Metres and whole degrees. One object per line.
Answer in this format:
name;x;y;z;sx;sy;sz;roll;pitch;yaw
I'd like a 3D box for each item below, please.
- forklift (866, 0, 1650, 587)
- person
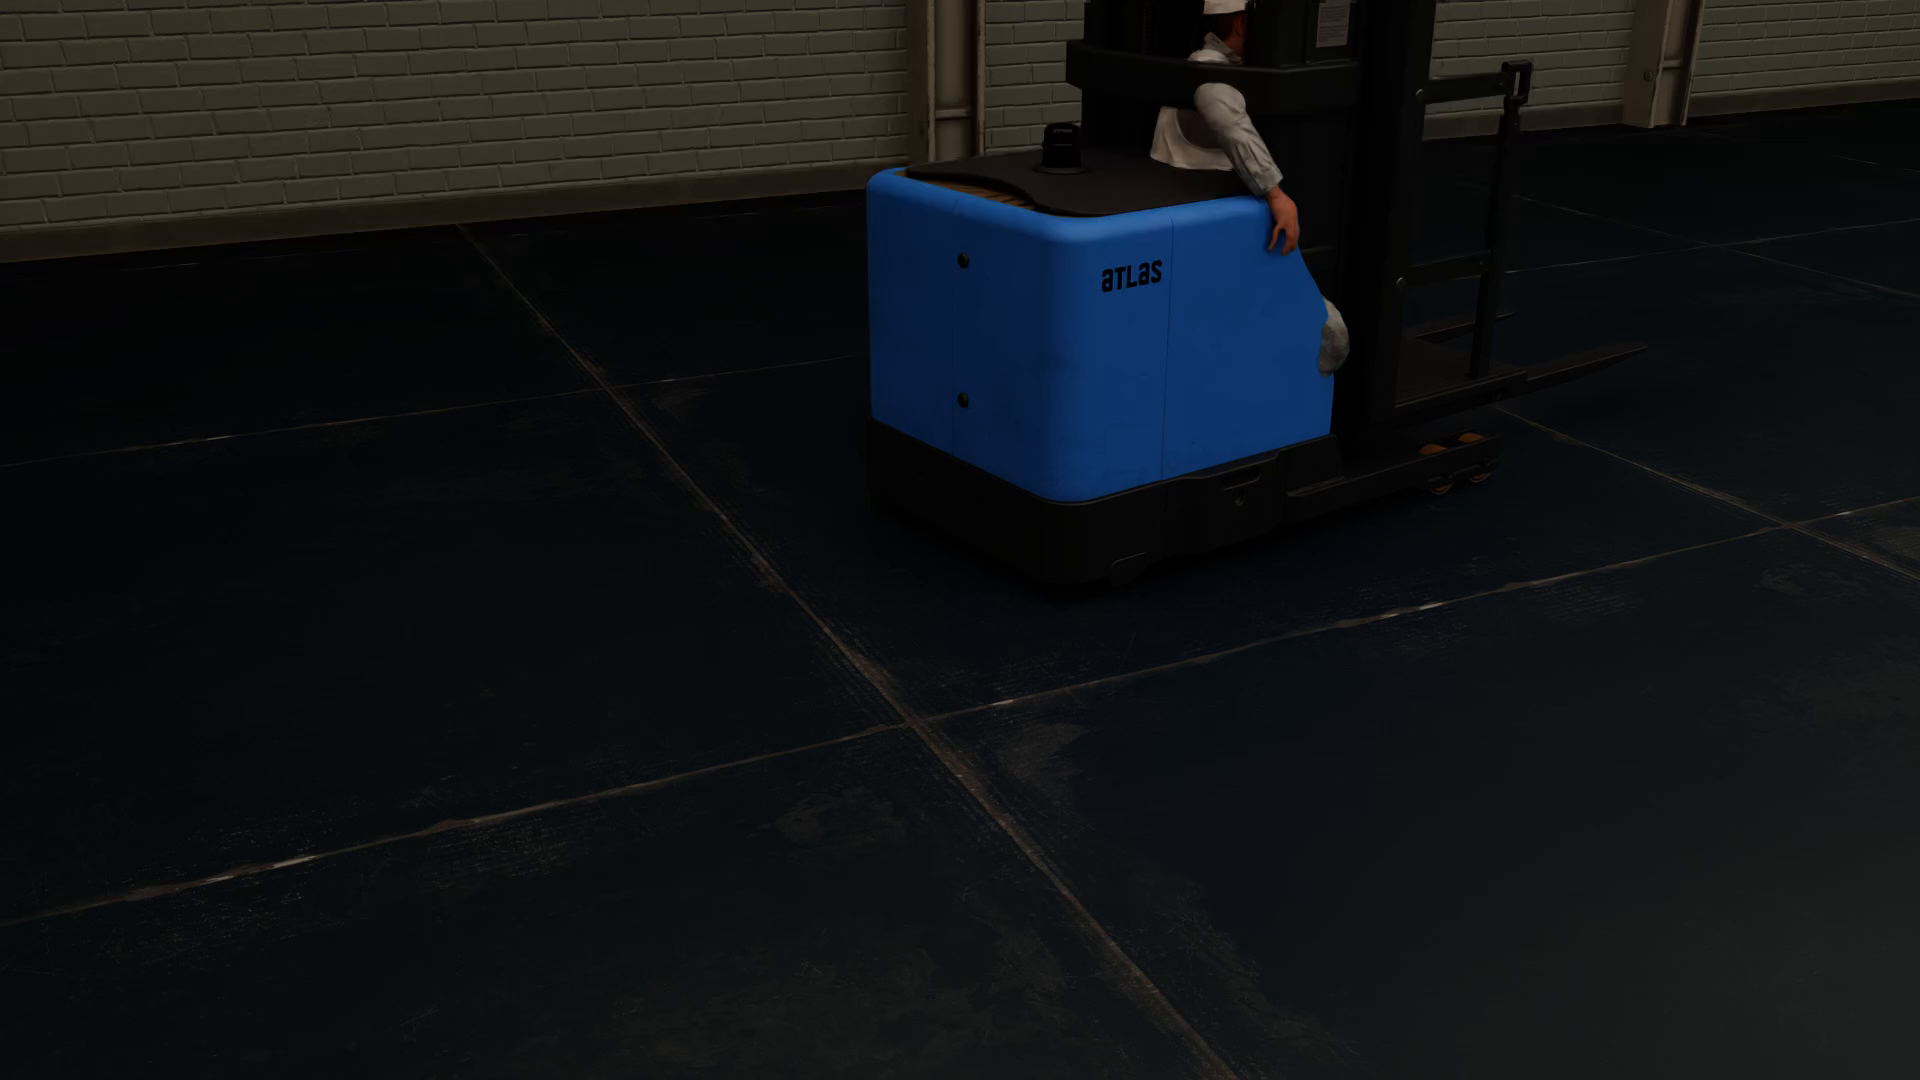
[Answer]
forklift;1.196;-1.649;5.256;3.031;2.935;1.130;-16;27;-33
person;0.965;-0.947;5.104;0.815;1.587;1.019;3;23;7
